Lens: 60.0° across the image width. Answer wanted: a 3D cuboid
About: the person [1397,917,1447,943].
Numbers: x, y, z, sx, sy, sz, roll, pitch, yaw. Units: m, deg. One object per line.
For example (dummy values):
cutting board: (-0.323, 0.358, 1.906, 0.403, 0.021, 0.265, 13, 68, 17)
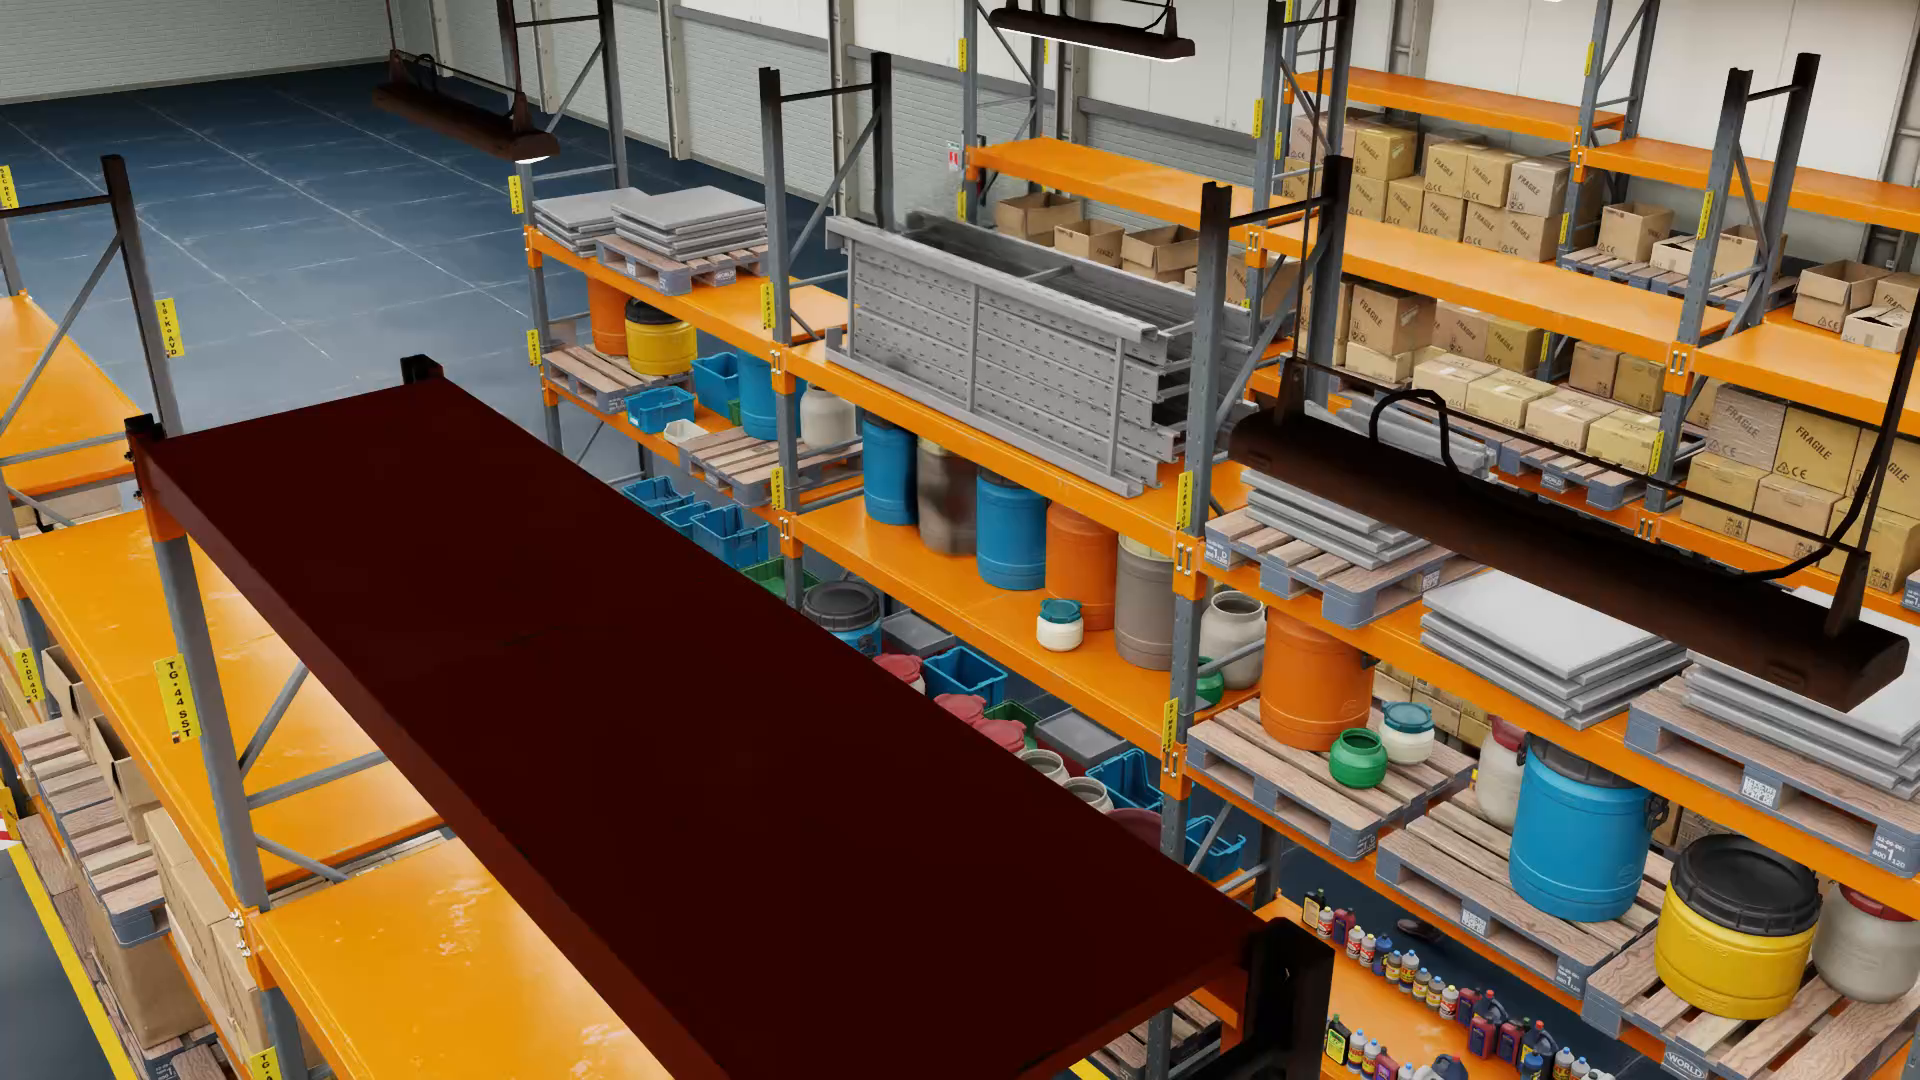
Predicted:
person: (3.387, 2.183, 11.917, 0.539, 1.611, 0.598, 21, 33, 36)
